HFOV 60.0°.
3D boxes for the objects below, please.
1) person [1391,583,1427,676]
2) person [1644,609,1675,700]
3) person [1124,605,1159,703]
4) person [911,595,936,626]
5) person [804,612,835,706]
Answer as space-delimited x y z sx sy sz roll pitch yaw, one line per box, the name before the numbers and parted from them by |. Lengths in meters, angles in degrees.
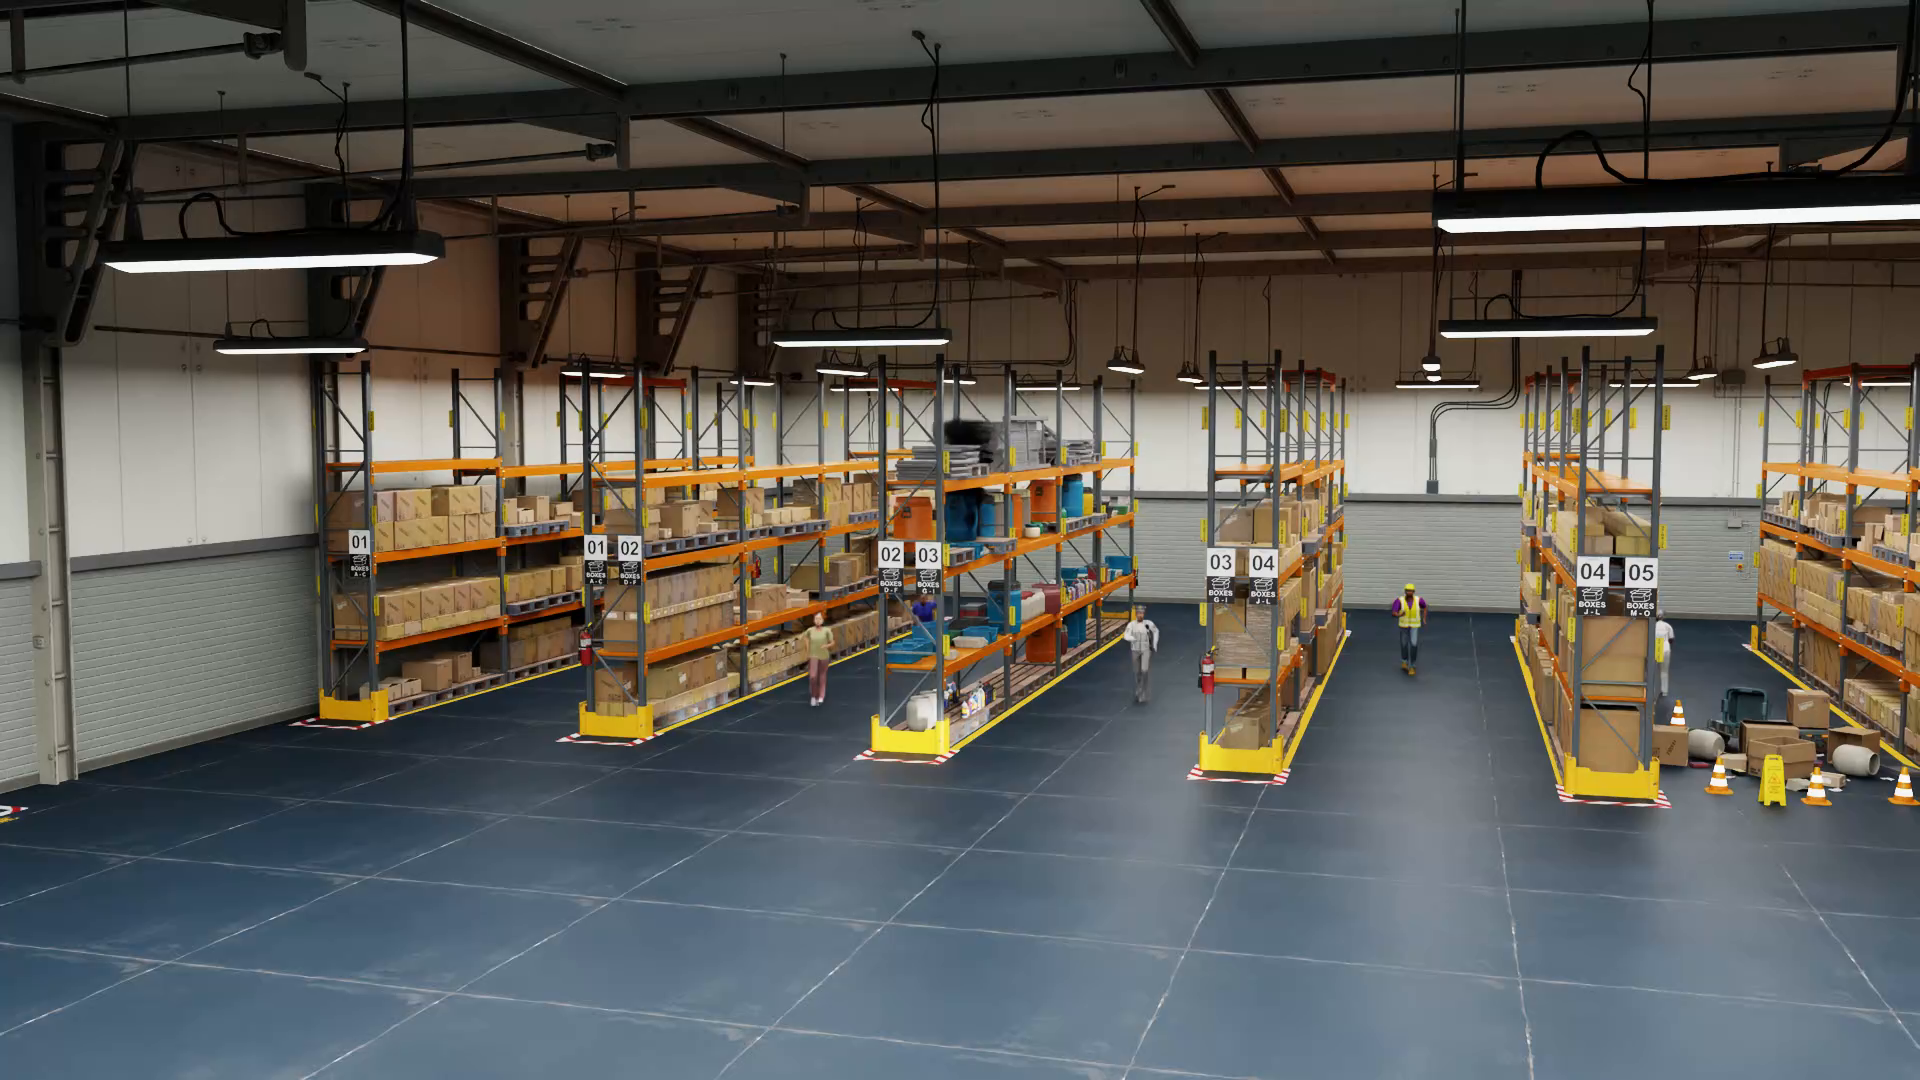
person | 8.905 1.758 32.980 0.684 1.823 0.866 1 4 15
person | 12.453 2.068 29.673 0.608 1.656 0.956 1 4 13
person | 3.246 2.027 29.833 0.587 1.746 0.830 1 4 12
person | -0.706 1.826 33.702 0.568 1.619 0.959 0 4 2
person | -2.469 2.085 29.122 0.564 1.646 0.640 0 4 1
